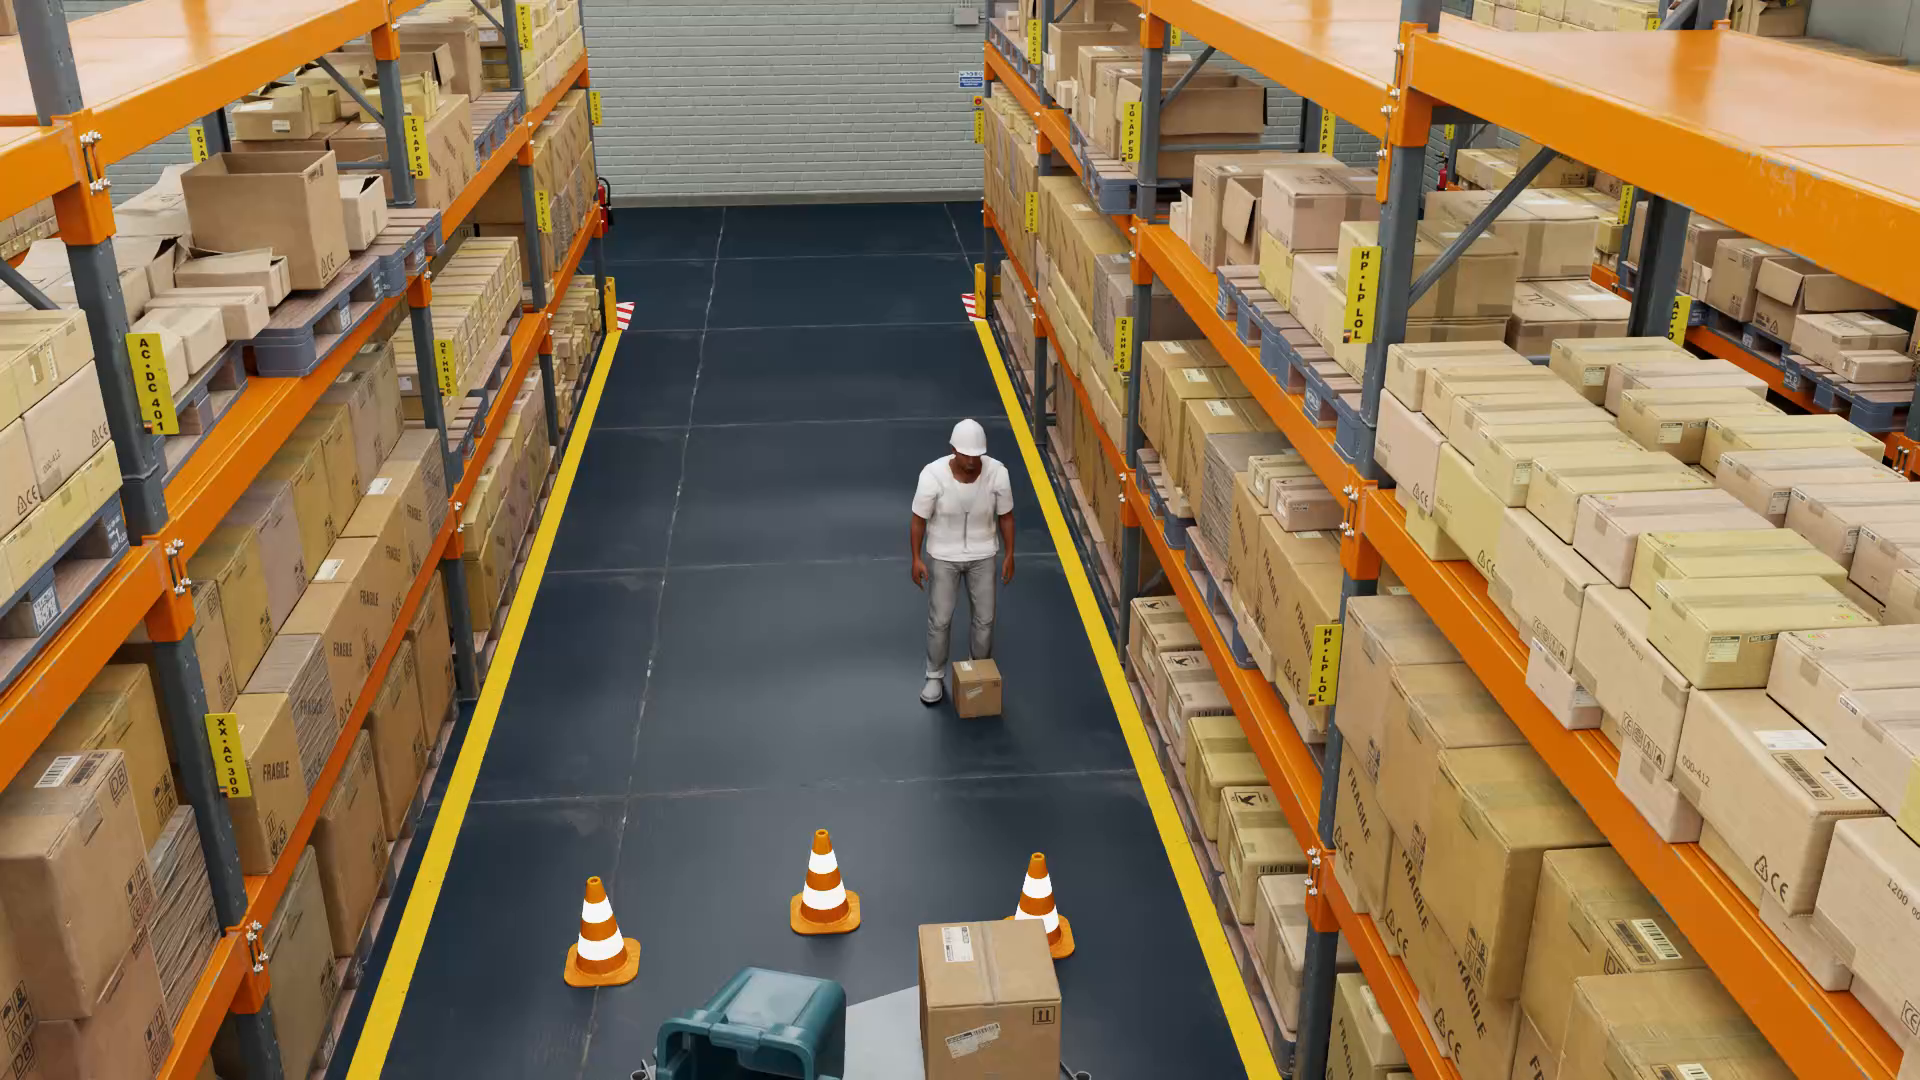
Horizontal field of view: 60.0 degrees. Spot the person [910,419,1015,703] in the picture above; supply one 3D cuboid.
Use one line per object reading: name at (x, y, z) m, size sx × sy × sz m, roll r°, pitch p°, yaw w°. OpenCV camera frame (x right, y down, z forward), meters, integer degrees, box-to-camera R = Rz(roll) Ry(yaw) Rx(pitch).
person at (0.020, 0.107, 9.831) m, size 0.628 × 1.761 × 0.458 m, roll -3°, pitch 24°, yaw -7°
